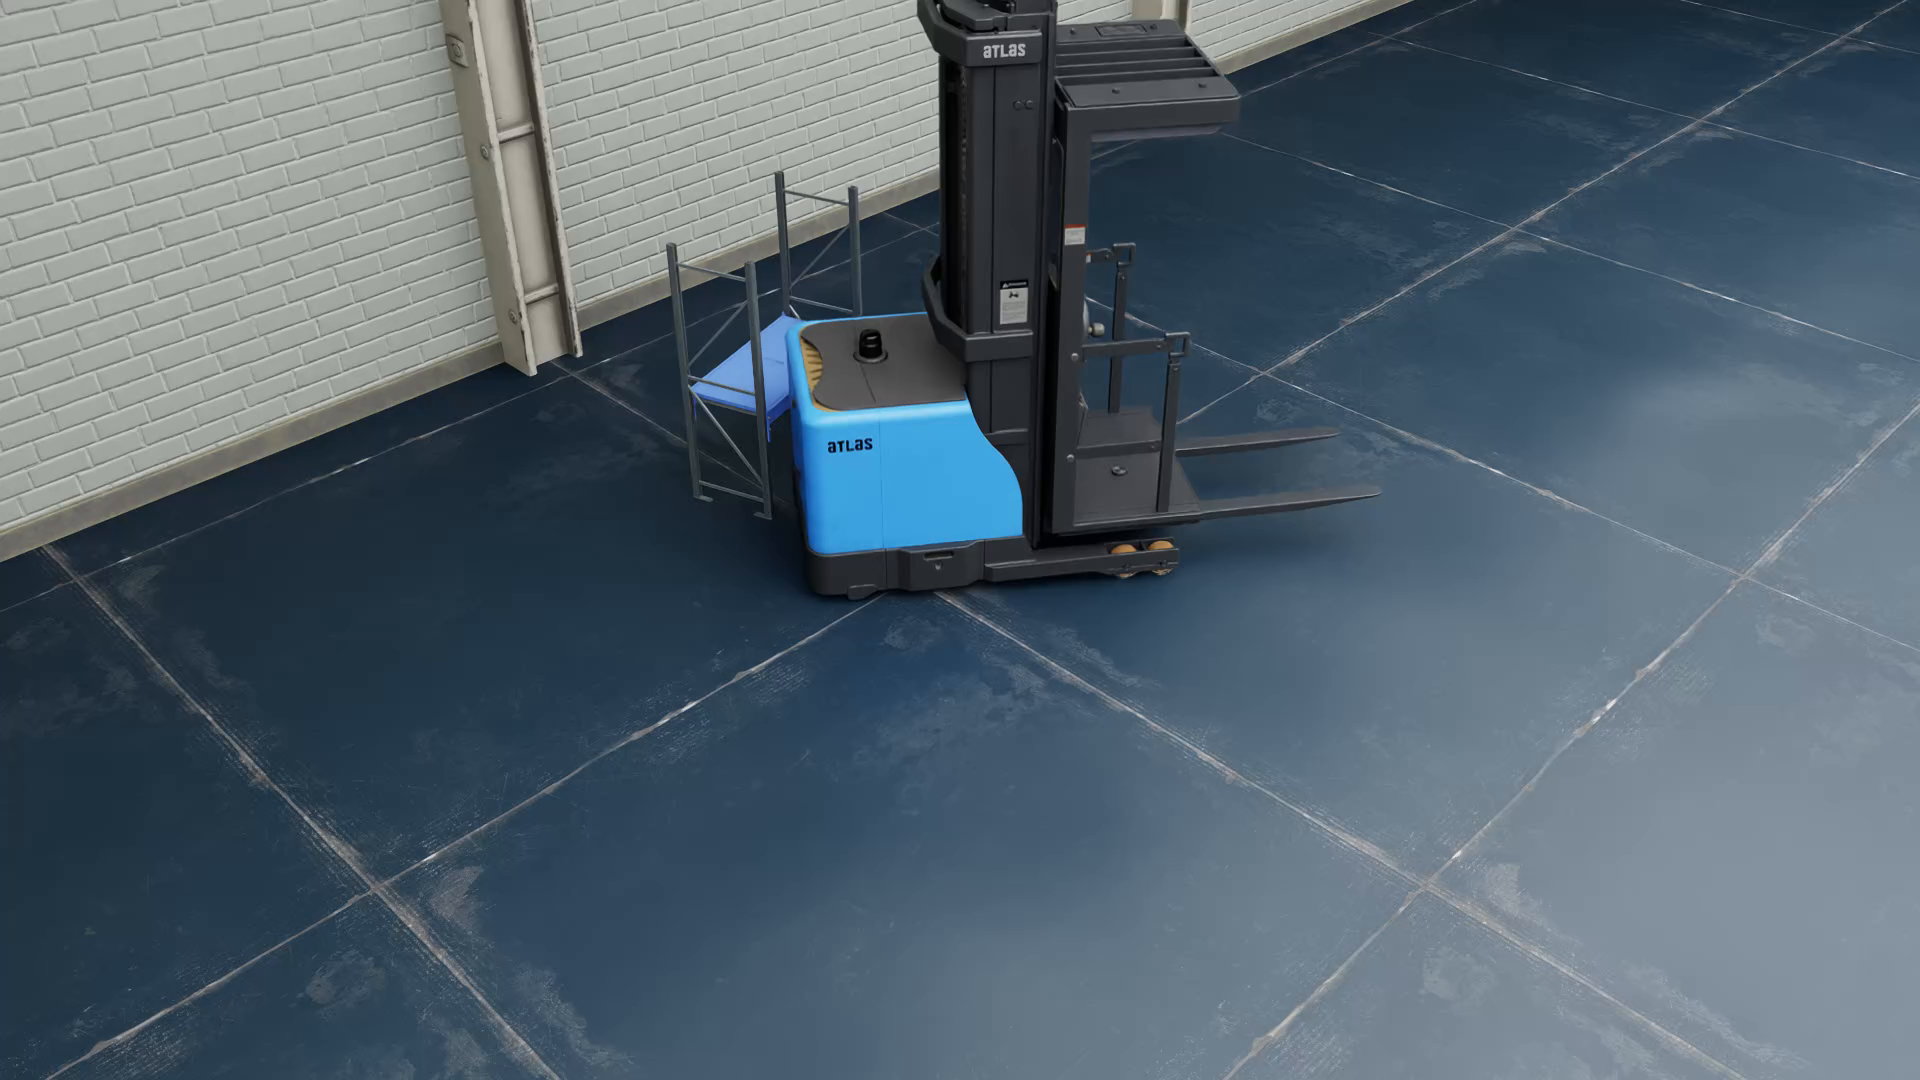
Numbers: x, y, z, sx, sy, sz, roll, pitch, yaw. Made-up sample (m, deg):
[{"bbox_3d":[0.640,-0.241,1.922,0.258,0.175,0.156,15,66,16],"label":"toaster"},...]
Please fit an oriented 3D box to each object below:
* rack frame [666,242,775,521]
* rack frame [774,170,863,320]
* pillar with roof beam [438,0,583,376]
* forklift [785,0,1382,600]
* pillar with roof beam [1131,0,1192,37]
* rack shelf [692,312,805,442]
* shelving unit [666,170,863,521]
[{"bbox_3d":[-1.223,-0.790,8.562,0.500,1.500,0.032,16,38,21],"label":"rack frame"},{"bbox_3d":[-0.770,-1.310,9.308,0.500,1.500,0.032,16,38,21],"label":"rack frame"},{"bbox_3d":[0.453,-3.098,5.316,9.100,9.000,0.400,30,45,35],"label":"pillar with roof beam"},{"bbox_3d":[0.665,-1.304,8.049,3.031,2.935,1.130,-6,35,-8],"label":"forklift"},{"bbox_3d":[4.680,-5.534,8.809,9.100,9.000,0.400,30,45,35],"label":"pillar with roof beam"},{"bbox_3d":[-0.997,-0.902,9.038,0.538,0.185,1.000,16,38,21],"label":"rack shelf"},{"bbox_3d":[-0.997,-1.050,8.935,0.538,1.500,1.048,16,38,21],"label":"shelving unit"}]
